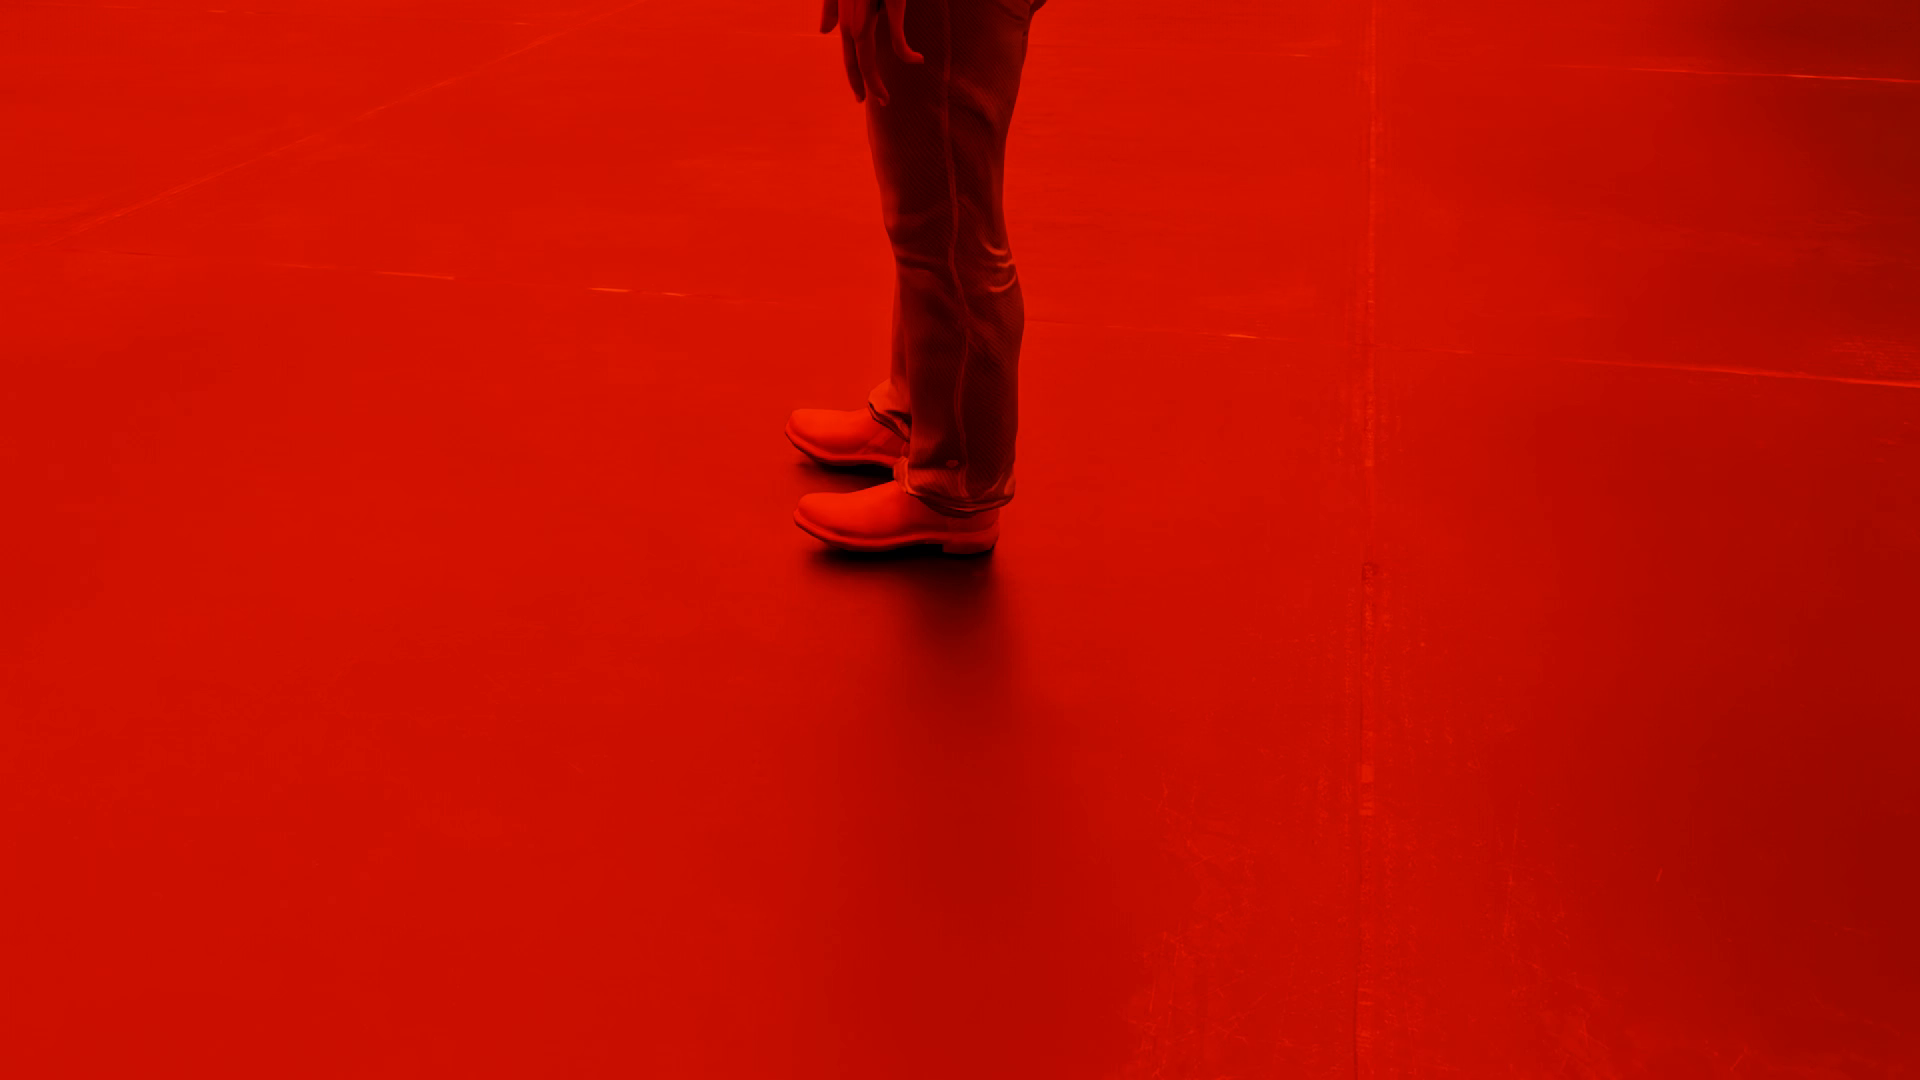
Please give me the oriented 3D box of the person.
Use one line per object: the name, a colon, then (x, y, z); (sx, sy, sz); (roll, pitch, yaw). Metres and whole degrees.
person: (-0.066, -0.805, 2.118); (0.577, 1.765, 0.665); (6, 27, 11)
